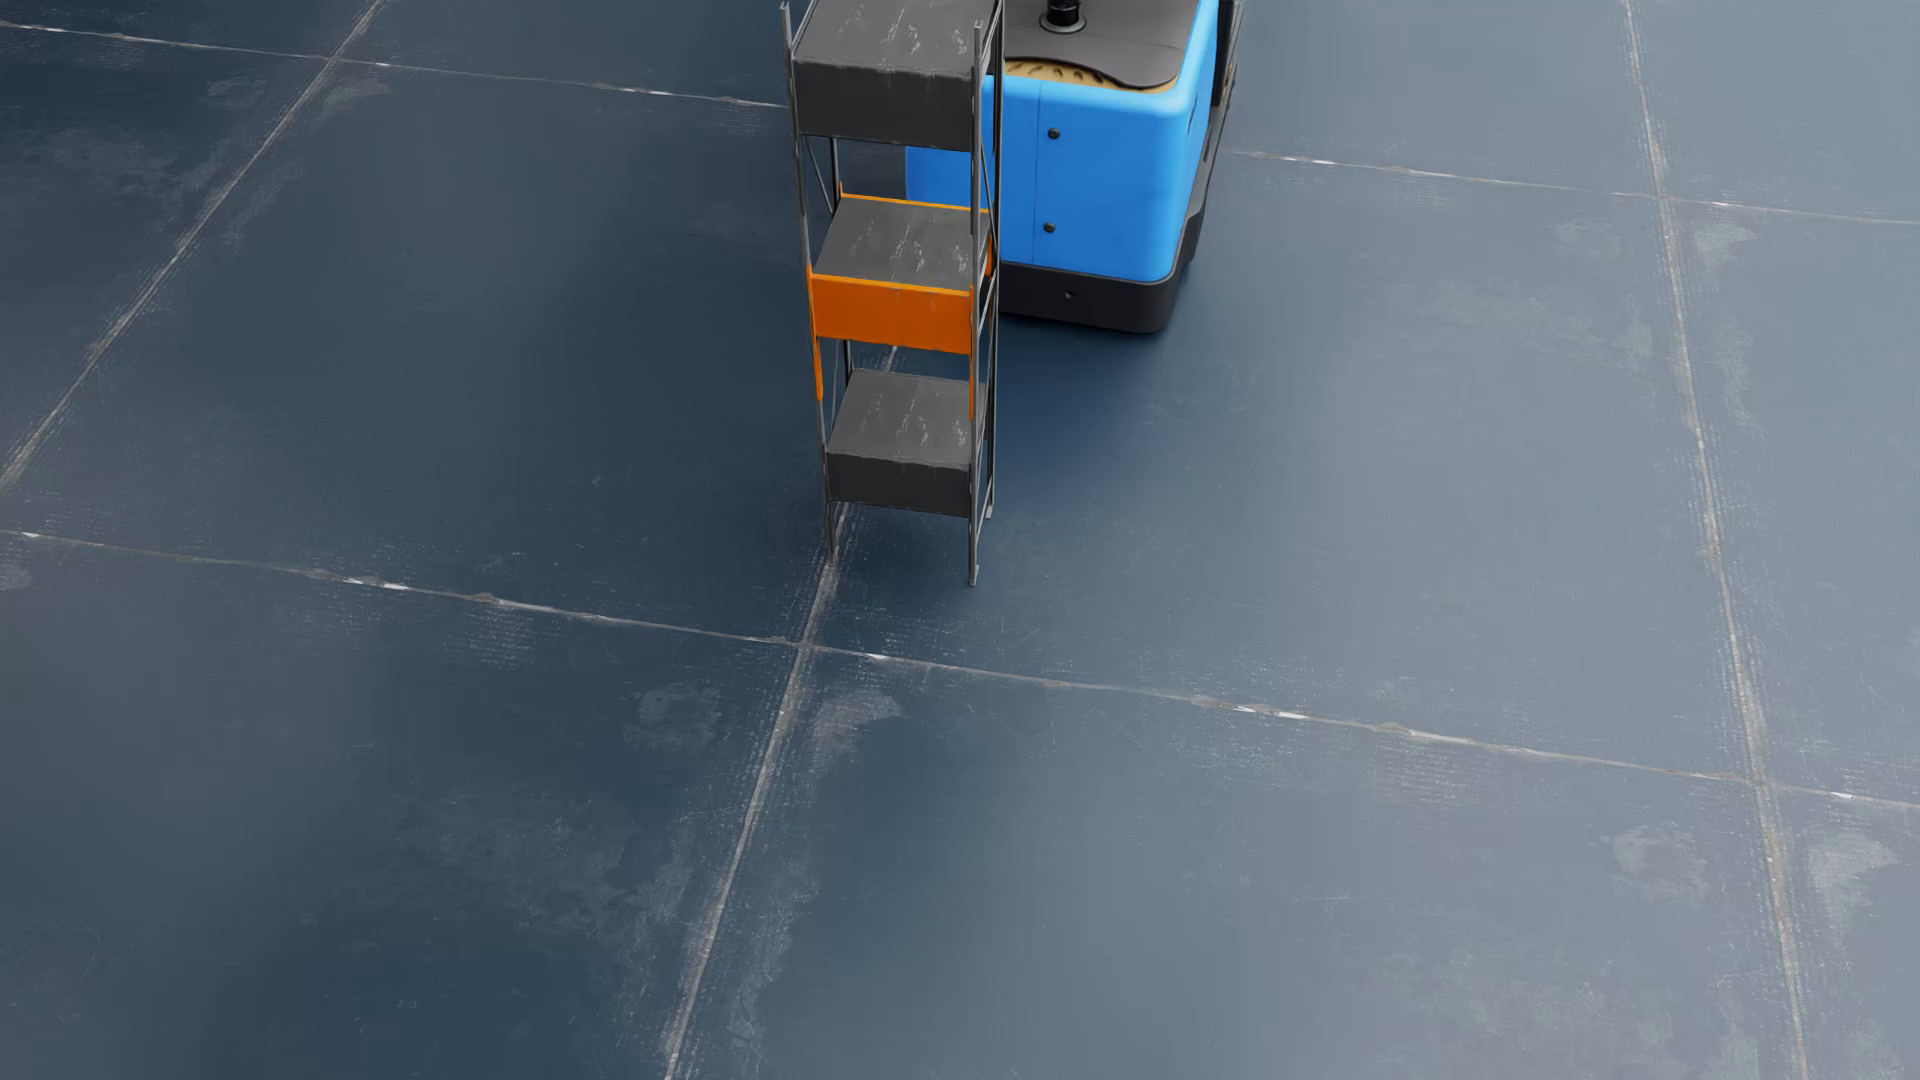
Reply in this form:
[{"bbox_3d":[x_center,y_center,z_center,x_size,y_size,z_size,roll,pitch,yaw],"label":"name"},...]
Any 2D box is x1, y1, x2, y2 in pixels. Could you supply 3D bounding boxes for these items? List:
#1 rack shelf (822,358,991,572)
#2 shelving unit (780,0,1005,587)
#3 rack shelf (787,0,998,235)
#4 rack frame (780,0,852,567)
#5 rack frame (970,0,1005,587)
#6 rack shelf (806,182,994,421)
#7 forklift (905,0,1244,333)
[{"bbox_3d":[-0.163,-0.247,5.519,0.480,0.518,0.431,8,49,7],"label":"rack shelf"},{"bbox_3d":[-0.163,-0.724,4.989,0.503,2.100,0.431,8,49,7],"label":"shelving unit"},{"bbox_3d":[-0.163,-1.182,4.478,0.480,0.518,0.431,8,49,7],"label":"rack shelf"},{"bbox_3d":[-0.403,-0.756,5.018,0.015,2.100,0.400,8,49,7],"label":"rack frame"},{"bbox_3d":[0.077,-0.691,4.960,0.015,2.100,0.400,8,49,7],"label":"rack frame"},{"bbox_3d":[-0.163,-0.715,4.999,0.480,0.518,0.431,8,49,7],"label":"rack shelf"},{"bbox_3d":[0.631,-2.892,6.378,1.130,2.935,3.031,10,49,9],"label":"forklift"}]
